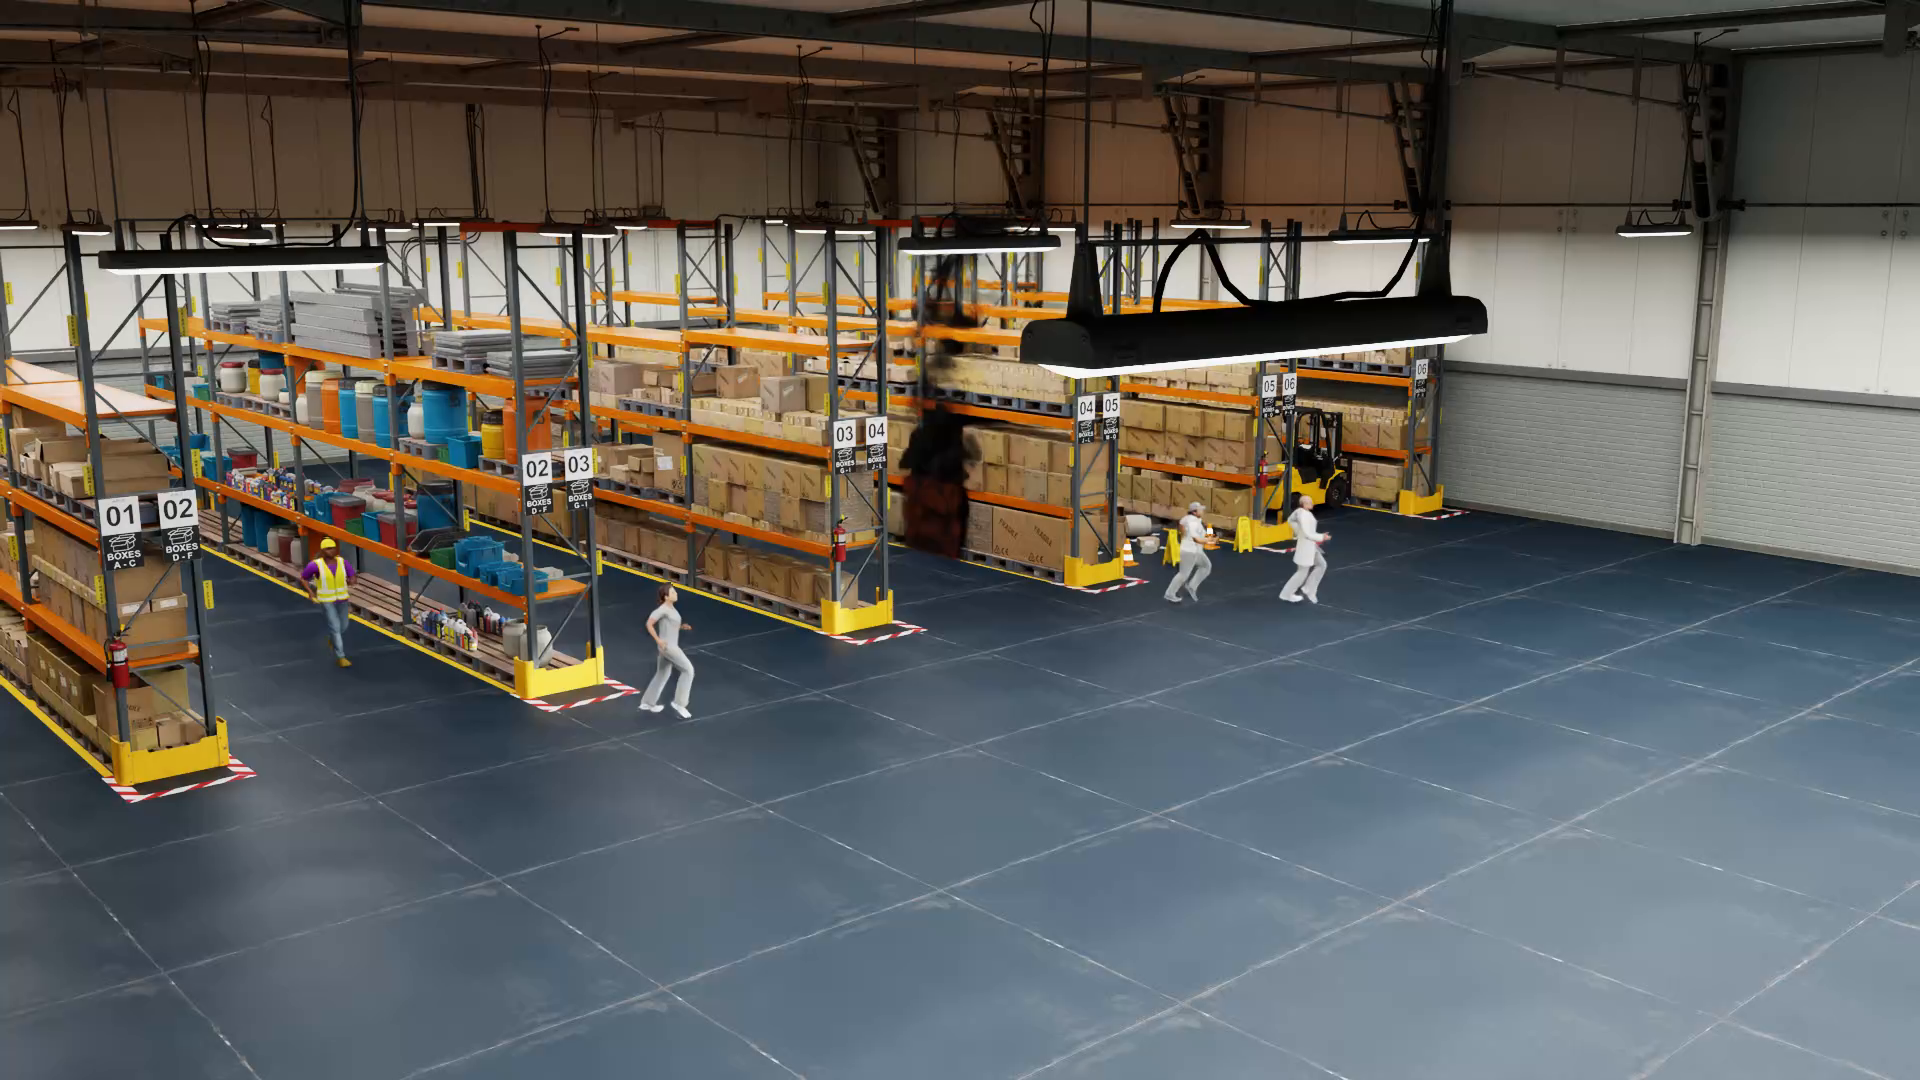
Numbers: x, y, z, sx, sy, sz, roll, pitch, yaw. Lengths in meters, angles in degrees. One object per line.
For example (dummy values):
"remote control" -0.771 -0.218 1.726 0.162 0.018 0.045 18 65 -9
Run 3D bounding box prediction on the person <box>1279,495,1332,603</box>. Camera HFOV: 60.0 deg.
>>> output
"person" 5.554 0.162 26.714 0.789 1.796 0.718 2 12 10

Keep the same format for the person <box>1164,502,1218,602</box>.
"person" 3.722 0.190 26.738 0.828 1.646 0.618 2 12 11

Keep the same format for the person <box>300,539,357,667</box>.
"person" -8.746 0.841 23.193 0.710 1.747 0.968 -11 16 -42

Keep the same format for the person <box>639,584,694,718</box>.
"person" -3.682 1.385 20.837 0.686 1.703 0.553 -2 12 -8
